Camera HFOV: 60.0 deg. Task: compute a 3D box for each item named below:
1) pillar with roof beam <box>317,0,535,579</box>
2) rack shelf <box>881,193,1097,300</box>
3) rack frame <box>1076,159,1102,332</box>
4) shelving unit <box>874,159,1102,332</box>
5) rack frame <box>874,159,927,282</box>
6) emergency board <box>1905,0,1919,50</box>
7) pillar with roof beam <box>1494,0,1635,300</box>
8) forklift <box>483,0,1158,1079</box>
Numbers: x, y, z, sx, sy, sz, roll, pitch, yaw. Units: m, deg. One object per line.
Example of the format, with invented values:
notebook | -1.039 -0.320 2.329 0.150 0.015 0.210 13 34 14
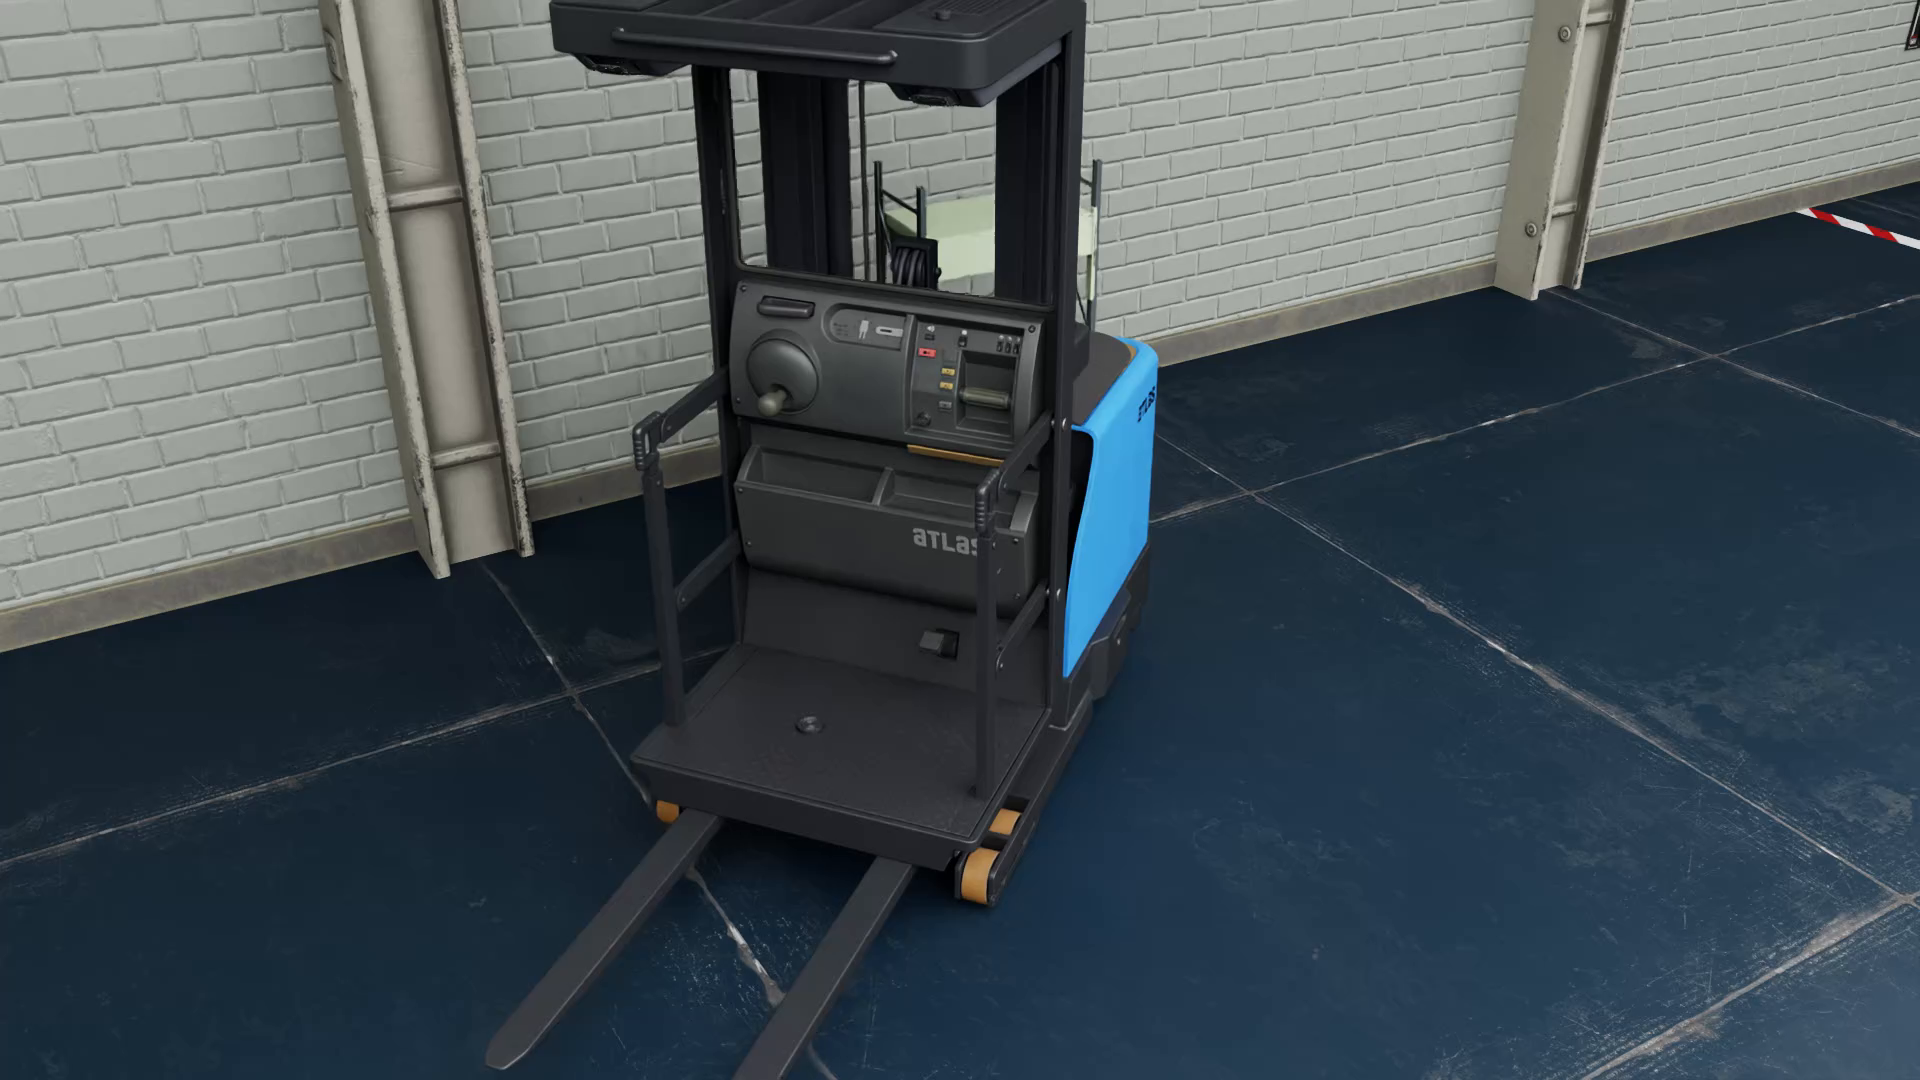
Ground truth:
pillar with roof beam | 0.236 -2.106 1.253 0.400 9.000 9.100 -16 33 -26
rack shelf | 0.106 -1.105 6.392 0.720 0.370 0.431 -14 32 -23
rack frame | 0.432 -0.844 6.726 0.023 1.500 0.400 -14 32 -23
shelving unit | 0.106 -0.763 6.581 0.755 1.500 0.431 -14 32 -23
rack frame | -0.220 -0.683 6.435 0.023 1.500 0.400 -14 32 -23
emergency board | 6.234 -3.627 10.218 0.626 1.169 0.157 -16 33 -26
pillar with roof beam | 5.409 -3.575 3.915 0.400 9.000 9.100 -16 33 -26
forklift | -0.298 -0.453 4.537 1.130 2.935 3.031 10 31 18
